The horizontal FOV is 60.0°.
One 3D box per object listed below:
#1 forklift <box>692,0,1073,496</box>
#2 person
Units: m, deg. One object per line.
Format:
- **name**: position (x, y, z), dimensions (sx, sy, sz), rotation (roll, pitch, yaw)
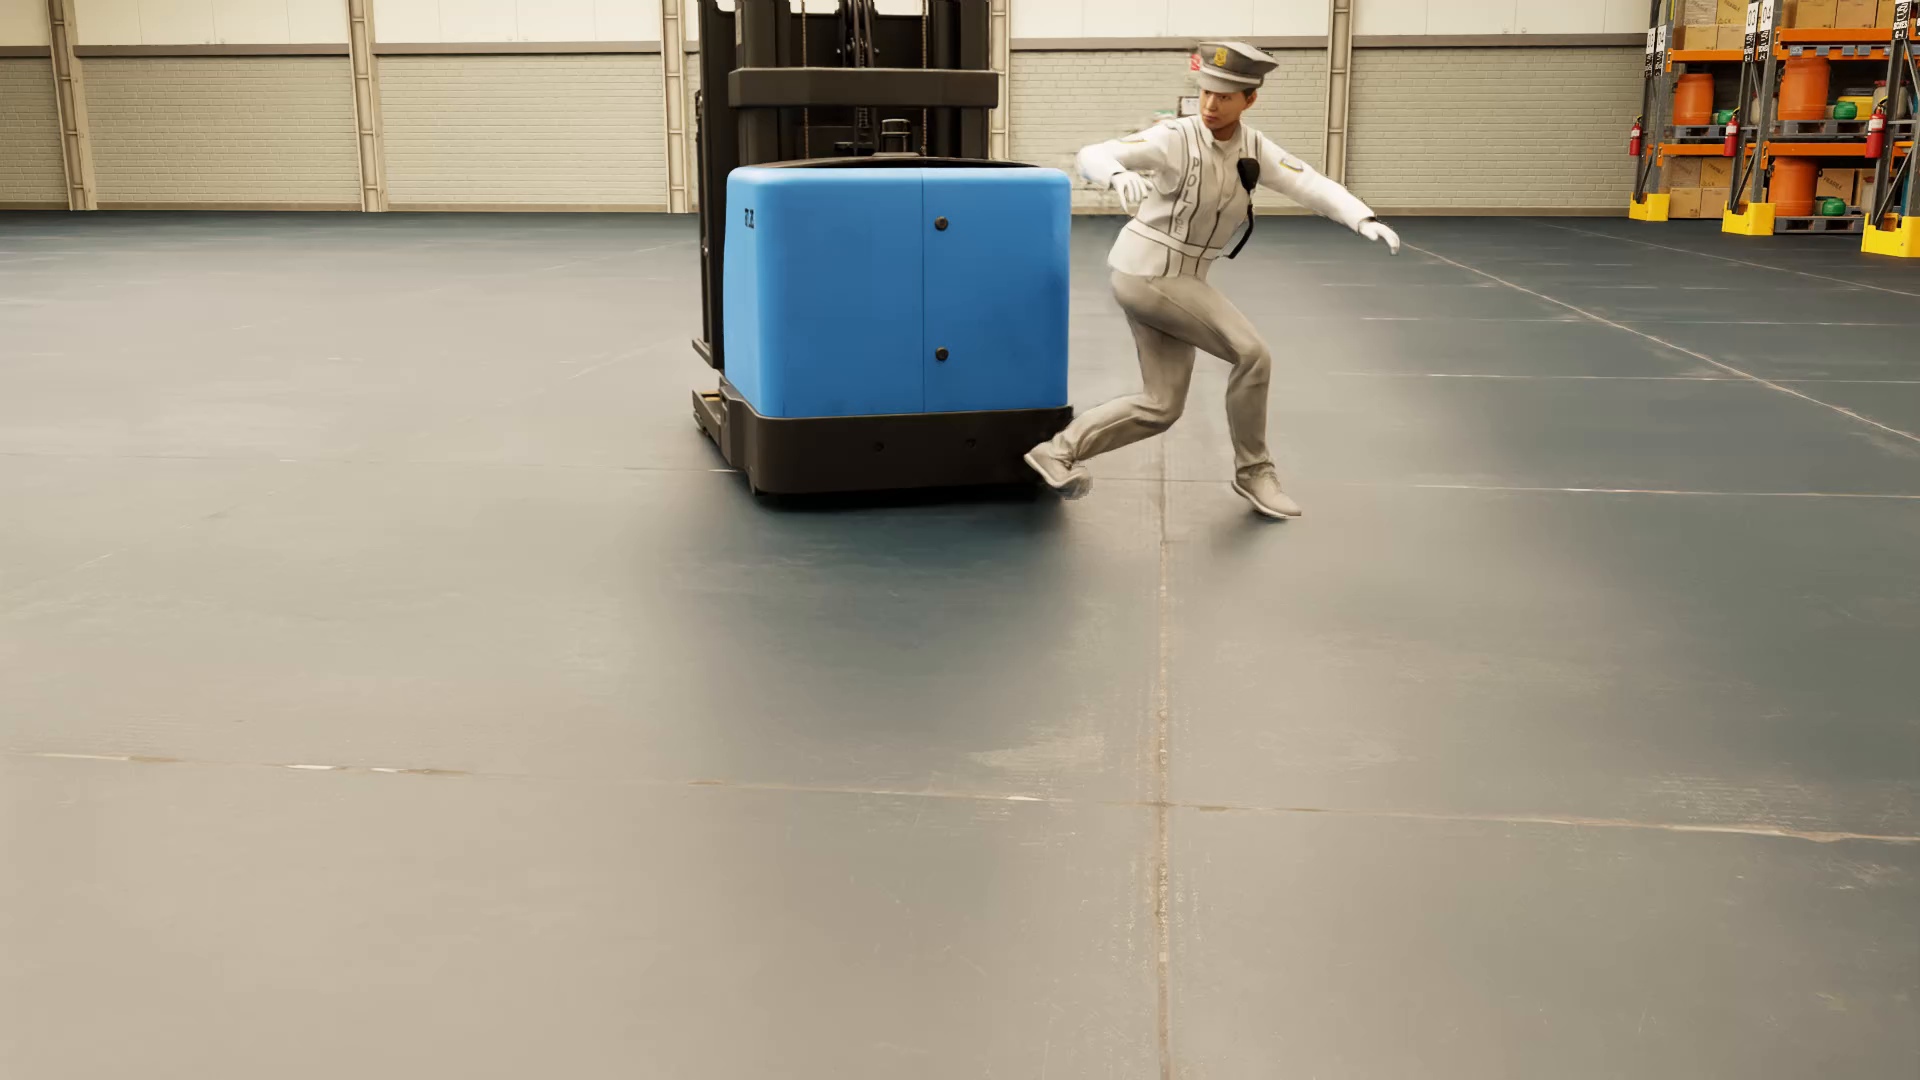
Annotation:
- **forklift**: position (-0.491, -1.860, 6.463), dimensions (1.130, 2.935, 3.031), rotation (-3, 14, -14)
- **person**: position (0.752, -0.760, 5.058), dimensions (1.065, 1.463, 0.821), rotation (8, 15, 30)
